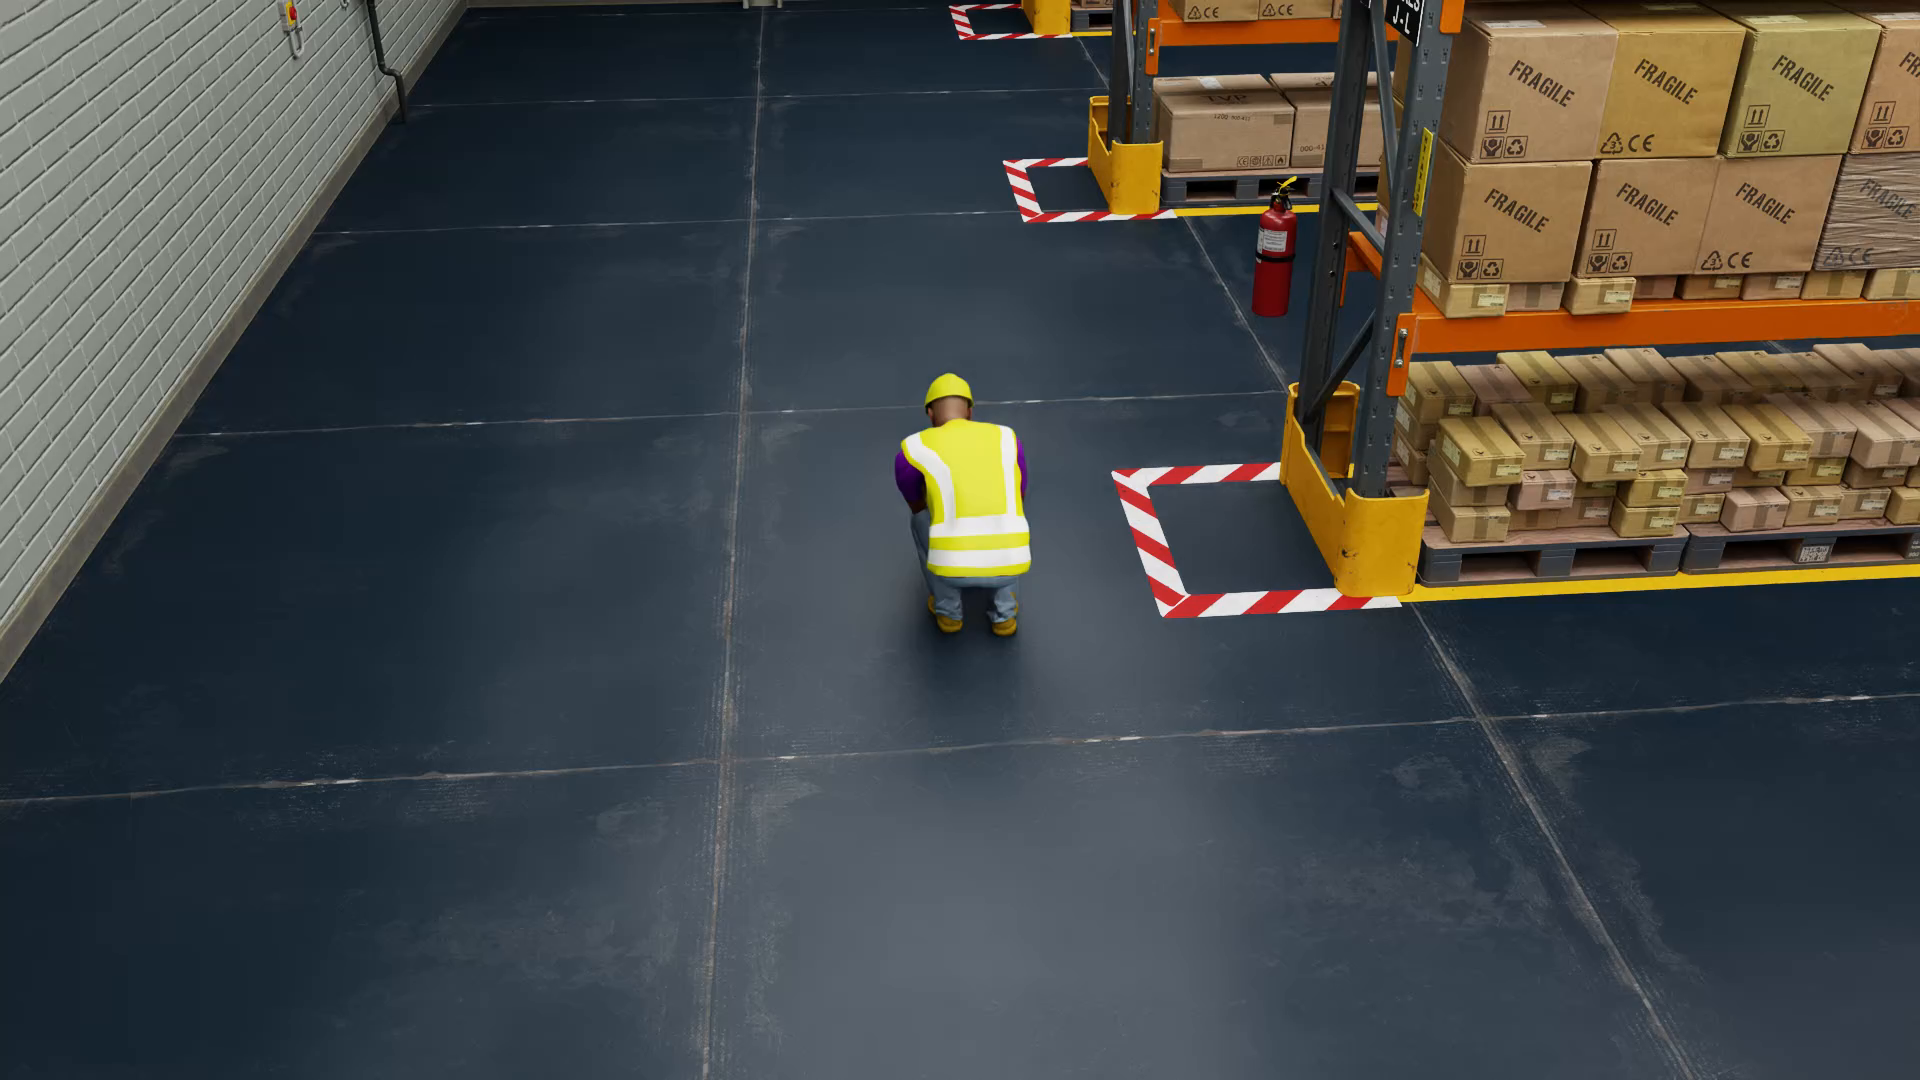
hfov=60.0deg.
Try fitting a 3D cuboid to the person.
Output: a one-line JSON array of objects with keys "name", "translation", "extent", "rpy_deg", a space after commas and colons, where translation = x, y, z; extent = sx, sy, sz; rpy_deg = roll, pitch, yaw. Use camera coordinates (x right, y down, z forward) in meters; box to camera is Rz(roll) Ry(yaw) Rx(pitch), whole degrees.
[{"name": "person", "translation": [0.018, -0.135, 7.122], "extent": [0.585, 0.967, 0.874], "rpy_deg": [-3, 31, -4]}]
